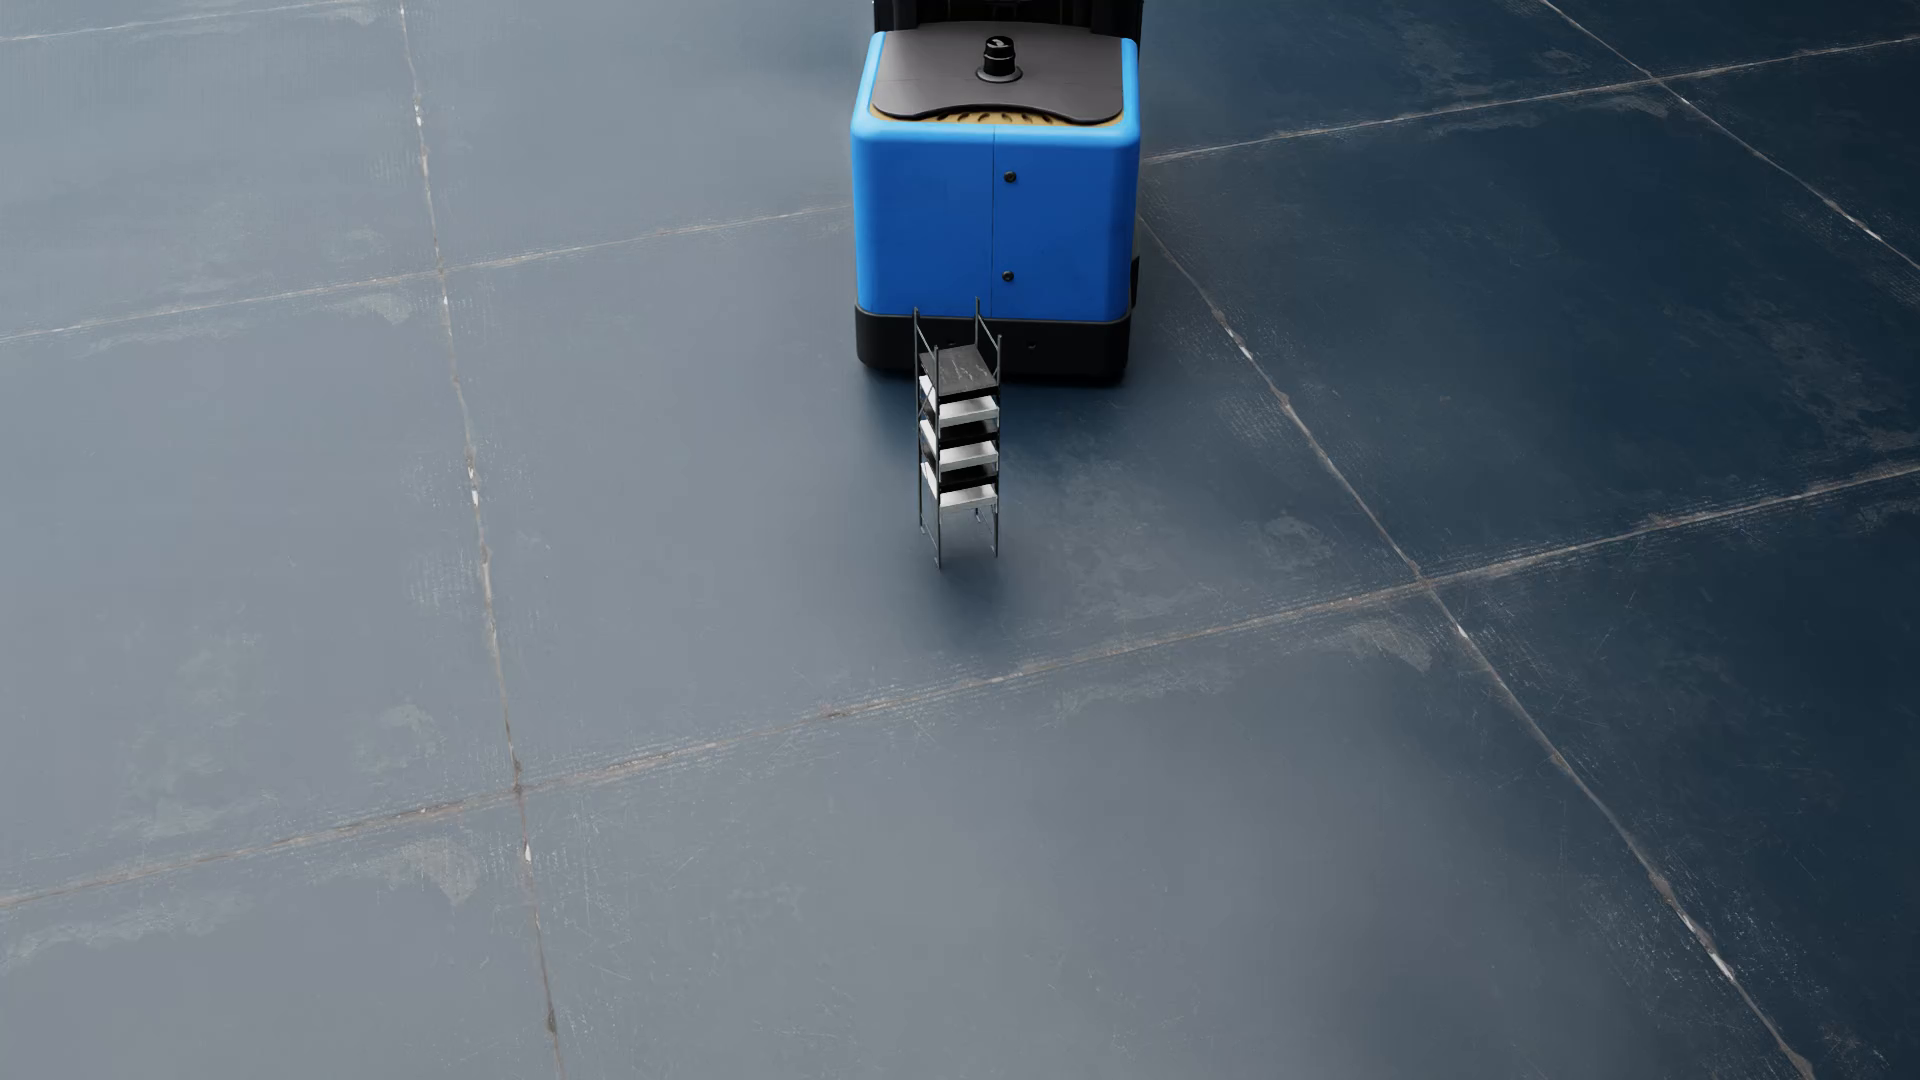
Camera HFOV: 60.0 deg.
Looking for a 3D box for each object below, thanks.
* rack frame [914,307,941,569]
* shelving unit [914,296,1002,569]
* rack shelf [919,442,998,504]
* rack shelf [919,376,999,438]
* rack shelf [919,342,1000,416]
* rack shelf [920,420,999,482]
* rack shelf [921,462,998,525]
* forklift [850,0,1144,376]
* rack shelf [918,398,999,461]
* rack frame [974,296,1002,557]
[{"bbox_3d":[-0.105,-0.317,5.429,0.006,0.900,0.240,-12,42,-13],"label":"rack frame"},{"bbox_3d":[-0.008,-0.337,5.452,0.210,0.900,0.258,-12,42,-13],"label":"shelving unit"},{"bbox_3d":[-0.008,-0.244,5.533,0.200,0.077,0.258,-12,42,-13],"label":"rack shelf"},{"bbox_3d":[-0.008,-0.448,5.356,0.200,0.077,0.258,-12,42,-13],"label":"rack shelf"},{"bbox_3d":[-0.008,-0.516,5.296,0.200,0.077,0.258,-12,42,-13],"label":"rack shelf"},{"bbox_3d":[-0.008,-0.312,5.474,0.200,0.077,0.258,-12,42,-13],"label":"rack shelf"},{"bbox_3d":[-0.008,-0.177,5.592,0.200,0.077,0.258,-12,42,-13],"label":"rack shelf"},{"bbox_3d":[0.210,-2.686,6.597,1.130,2.935,3.031,2,41,3],"label":"forklift"},{"bbox_3d":[-0.008,-0.380,5.415,0.200,0.077,0.258,-12,42,-13],"label":"rack shelf"},{"bbox_3d":[0.089,-0.357,5.475,0.006,0.900,0.240,-12,42,-13],"label":"rack frame"}]
